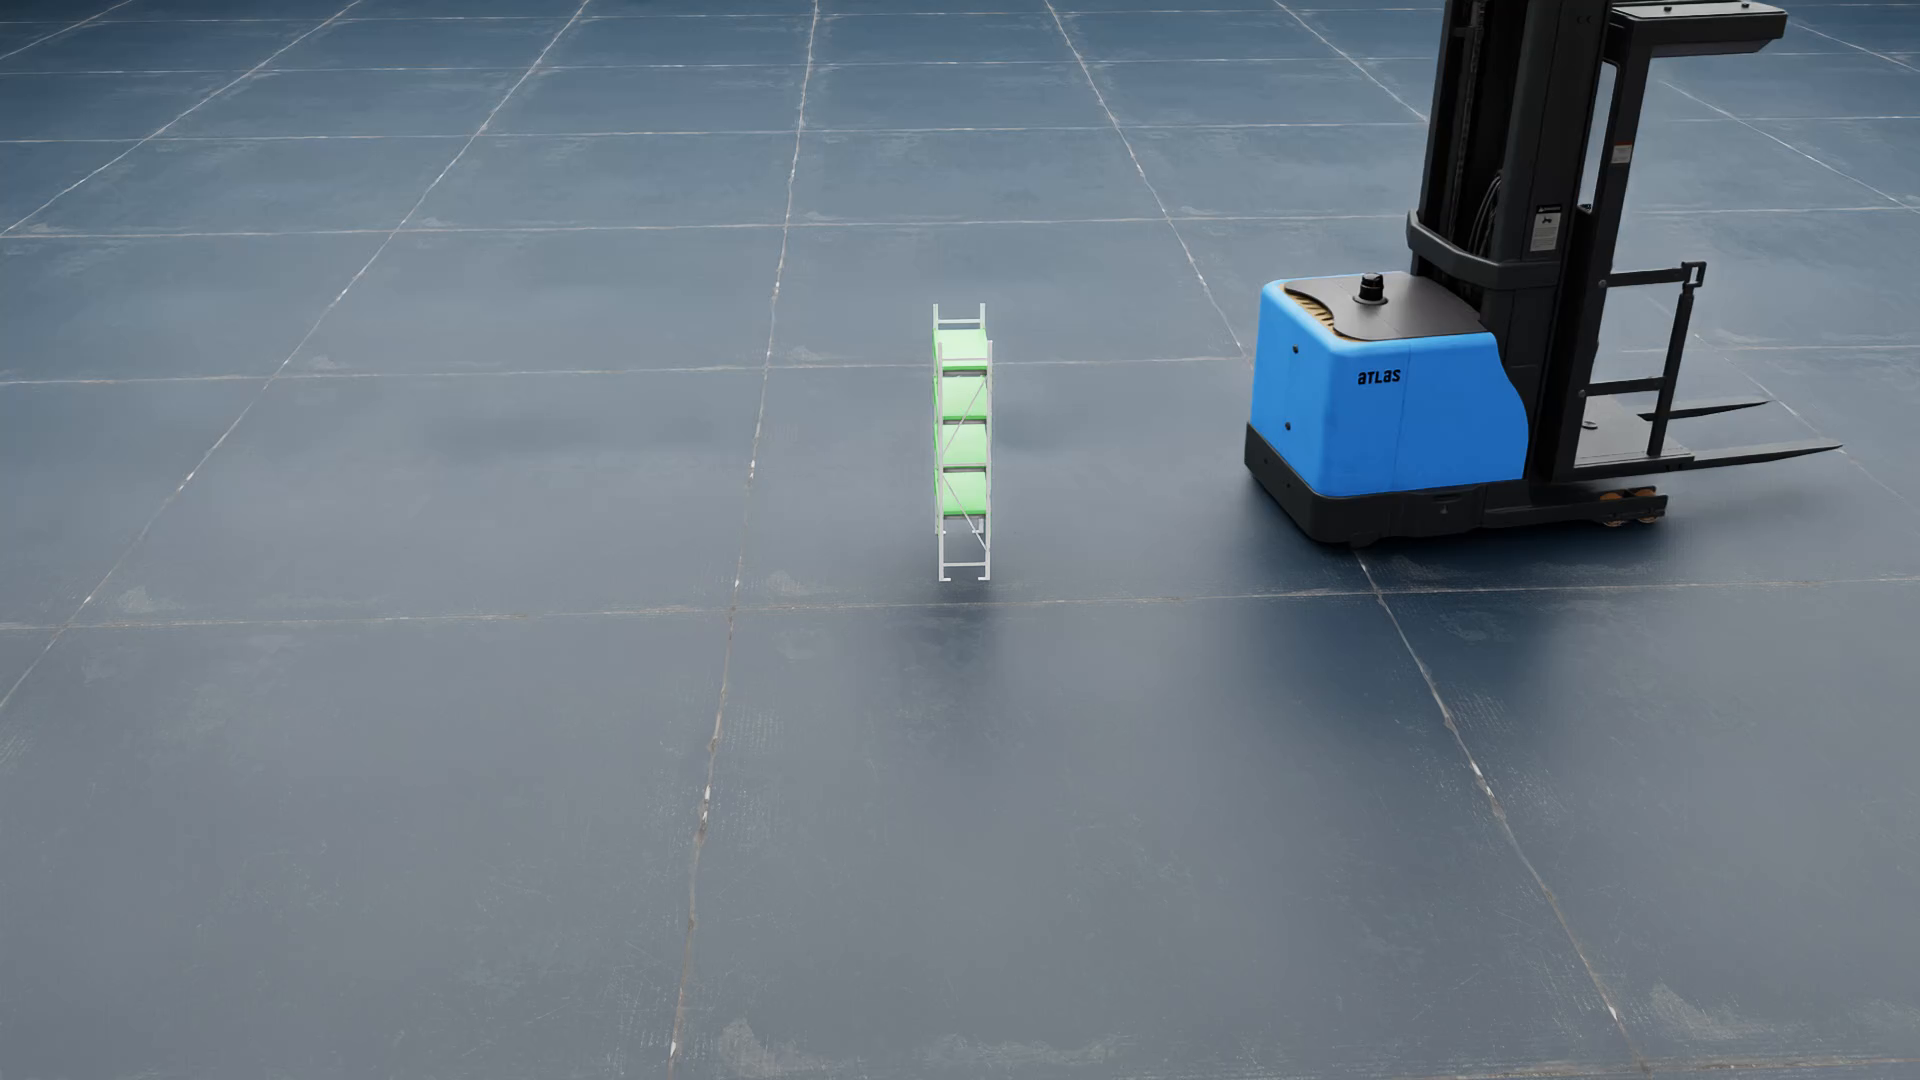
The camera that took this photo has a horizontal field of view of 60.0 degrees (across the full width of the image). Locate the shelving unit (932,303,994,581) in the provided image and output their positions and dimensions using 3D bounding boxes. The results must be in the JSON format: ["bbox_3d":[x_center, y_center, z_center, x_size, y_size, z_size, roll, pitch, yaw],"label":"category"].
[{"bbox_3d":[0.009,-0.456,7.826,0.258,1.200,0.503,-1,28,-3],"label":"shelving unit"}]

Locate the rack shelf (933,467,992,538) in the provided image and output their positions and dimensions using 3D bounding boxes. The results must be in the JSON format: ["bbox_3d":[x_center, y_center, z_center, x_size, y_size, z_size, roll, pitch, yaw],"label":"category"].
[{"bbox_3d":[0.009,-0.186,7.966,0.258,0.148,0.480,-1,28,-3],"label":"rack shelf"}]

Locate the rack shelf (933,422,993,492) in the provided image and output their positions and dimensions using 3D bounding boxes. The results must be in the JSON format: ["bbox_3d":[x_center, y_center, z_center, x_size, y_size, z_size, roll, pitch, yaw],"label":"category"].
[{"bbox_3d":[0.009,-0.399,7.856,0.258,0.148,0.480,-1,28,-3],"label":"rack shelf"}]

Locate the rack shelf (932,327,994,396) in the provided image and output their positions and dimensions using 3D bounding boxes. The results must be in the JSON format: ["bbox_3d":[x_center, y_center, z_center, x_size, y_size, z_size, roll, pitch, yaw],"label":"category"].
[{"bbox_3d":[0.009,-0.824,7.634,0.258,0.148,0.480,-1,28,-3],"label":"rack shelf"}]

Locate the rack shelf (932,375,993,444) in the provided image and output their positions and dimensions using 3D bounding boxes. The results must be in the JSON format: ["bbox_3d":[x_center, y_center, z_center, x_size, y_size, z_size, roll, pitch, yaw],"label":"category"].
[{"bbox_3d":[0.009,-0.612,7.745,0.258,0.148,0.480,-1,28,-3],"label":"rack shelf"}]

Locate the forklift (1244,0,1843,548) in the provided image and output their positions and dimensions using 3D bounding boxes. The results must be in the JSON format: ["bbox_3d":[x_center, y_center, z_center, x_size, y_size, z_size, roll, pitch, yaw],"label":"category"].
[{"bbox_3d":[3.088,-1.599,8.147,3.031,2.935,1.130,-6,28,-11],"label":"forklift"}]

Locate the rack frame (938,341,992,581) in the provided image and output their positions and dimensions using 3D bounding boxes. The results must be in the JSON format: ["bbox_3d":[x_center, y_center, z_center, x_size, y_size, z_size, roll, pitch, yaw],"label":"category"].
[{"bbox_3d":[0.021,-0.343,7.610,0.240,1.200,0.015,-1,28,-3],"label":"rack frame"}]

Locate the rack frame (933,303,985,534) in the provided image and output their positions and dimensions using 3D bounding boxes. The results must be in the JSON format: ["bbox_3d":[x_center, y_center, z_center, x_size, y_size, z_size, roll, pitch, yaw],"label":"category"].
[{"bbox_3d":[-0.004,-0.568,8.042,0.240,1.200,0.015,-1,28,-3],"label":"rack frame"}]
